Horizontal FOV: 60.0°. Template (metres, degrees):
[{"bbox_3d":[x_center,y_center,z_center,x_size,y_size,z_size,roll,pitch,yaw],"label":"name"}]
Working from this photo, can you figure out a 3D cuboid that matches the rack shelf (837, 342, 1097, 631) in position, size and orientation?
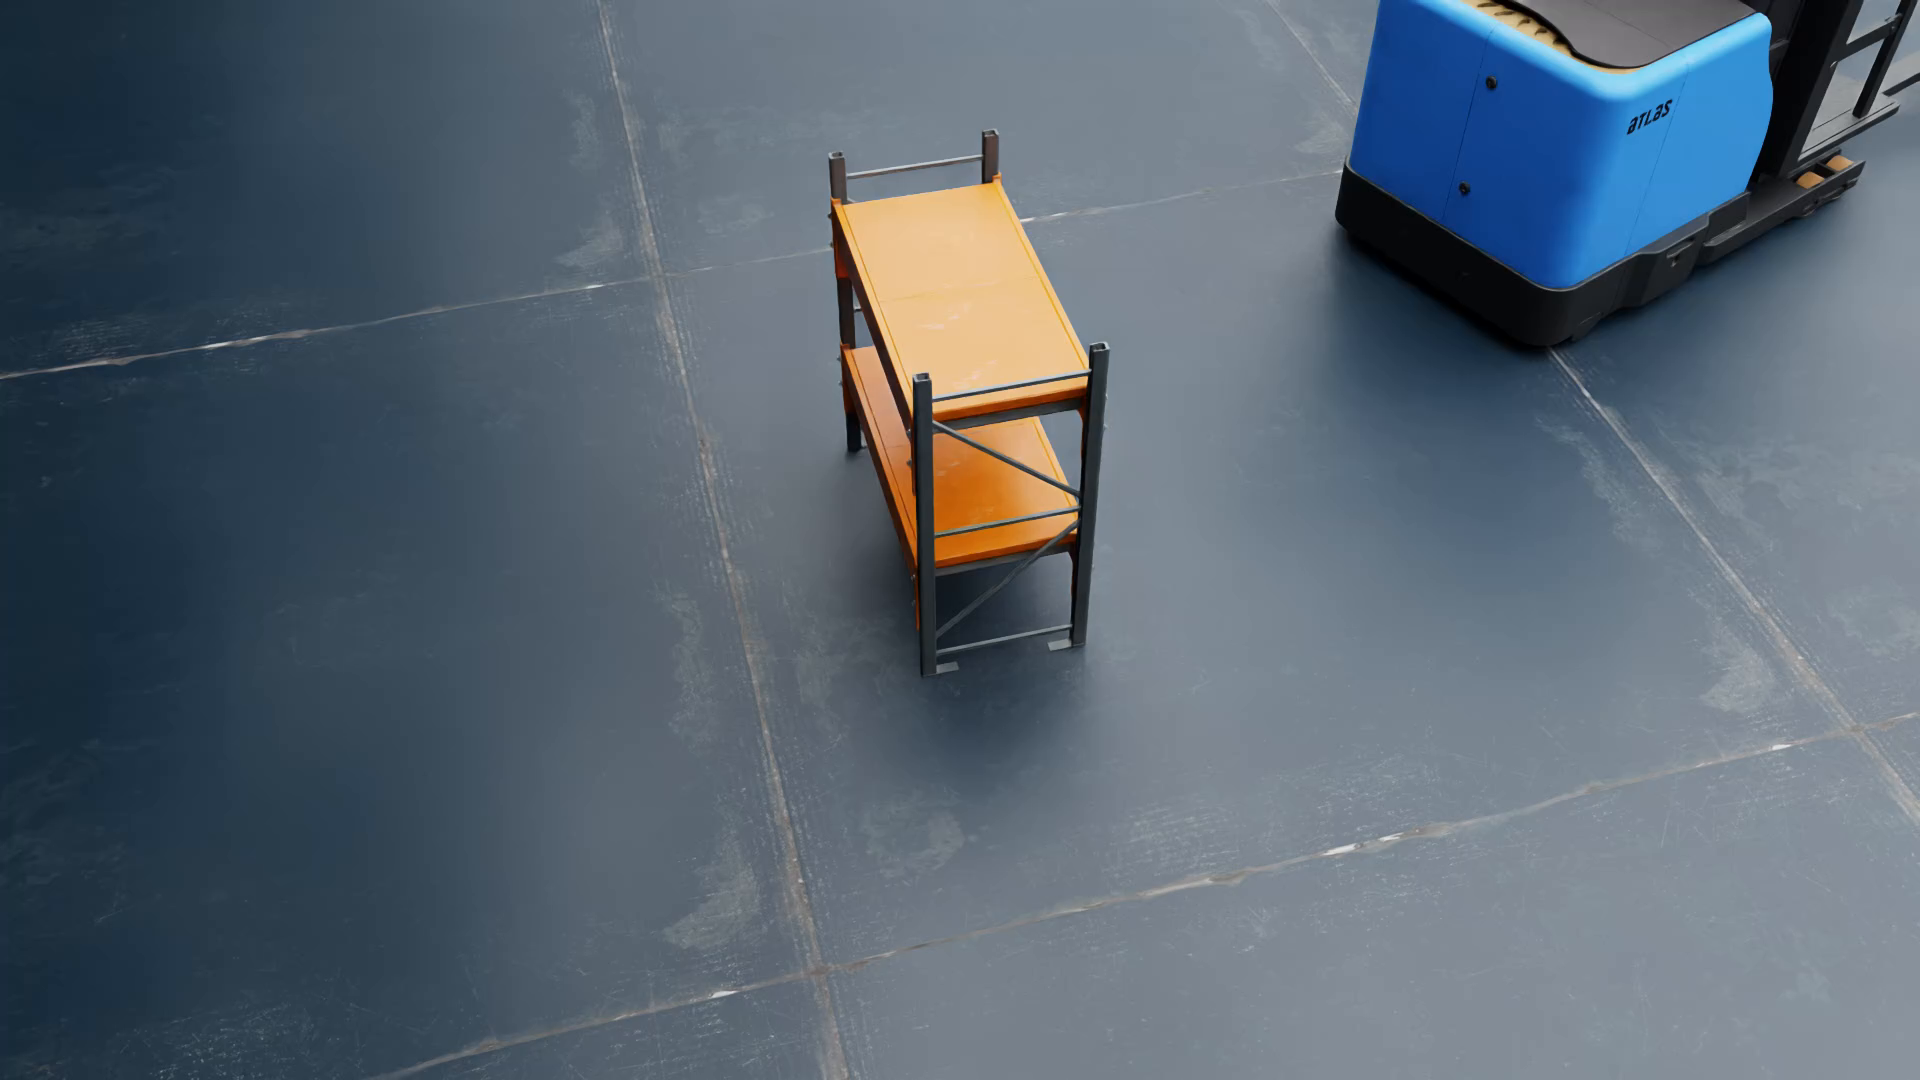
[{"bbox_3d":[-0.002,-0.227,5.027,0.538,0.278,1.000,-11,47,-10],"label":"rack shelf"}]

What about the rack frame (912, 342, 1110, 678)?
[{"bbox_3d":[0.128,-0.047,4.509,0.500,1.125,0.032,-11,47,-10],"label":"rack frame"}]

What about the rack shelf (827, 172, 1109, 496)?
[{"bbox_3d":[-0.002,-0.603,4.644,0.538,0.278,1.000,-11,47,-10],"label":"rack shelf"}]

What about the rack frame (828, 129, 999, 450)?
[{"bbox_3d":[-0.132,-0.749,5.197,0.500,1.125,0.032,-11,47,-10],"label":"rack frame"}]

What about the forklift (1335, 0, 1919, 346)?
[{"bbox_3d":[2.921,-2.565,5.712,3.031,2.935,1.130,-28,52,-25],"label":"forklift"}]

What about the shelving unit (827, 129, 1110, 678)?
[{"bbox_3d":[-0.002,-0.398,4.853,0.538,1.125,1.048,-11,47,-10],"label":"shelving unit"}]
